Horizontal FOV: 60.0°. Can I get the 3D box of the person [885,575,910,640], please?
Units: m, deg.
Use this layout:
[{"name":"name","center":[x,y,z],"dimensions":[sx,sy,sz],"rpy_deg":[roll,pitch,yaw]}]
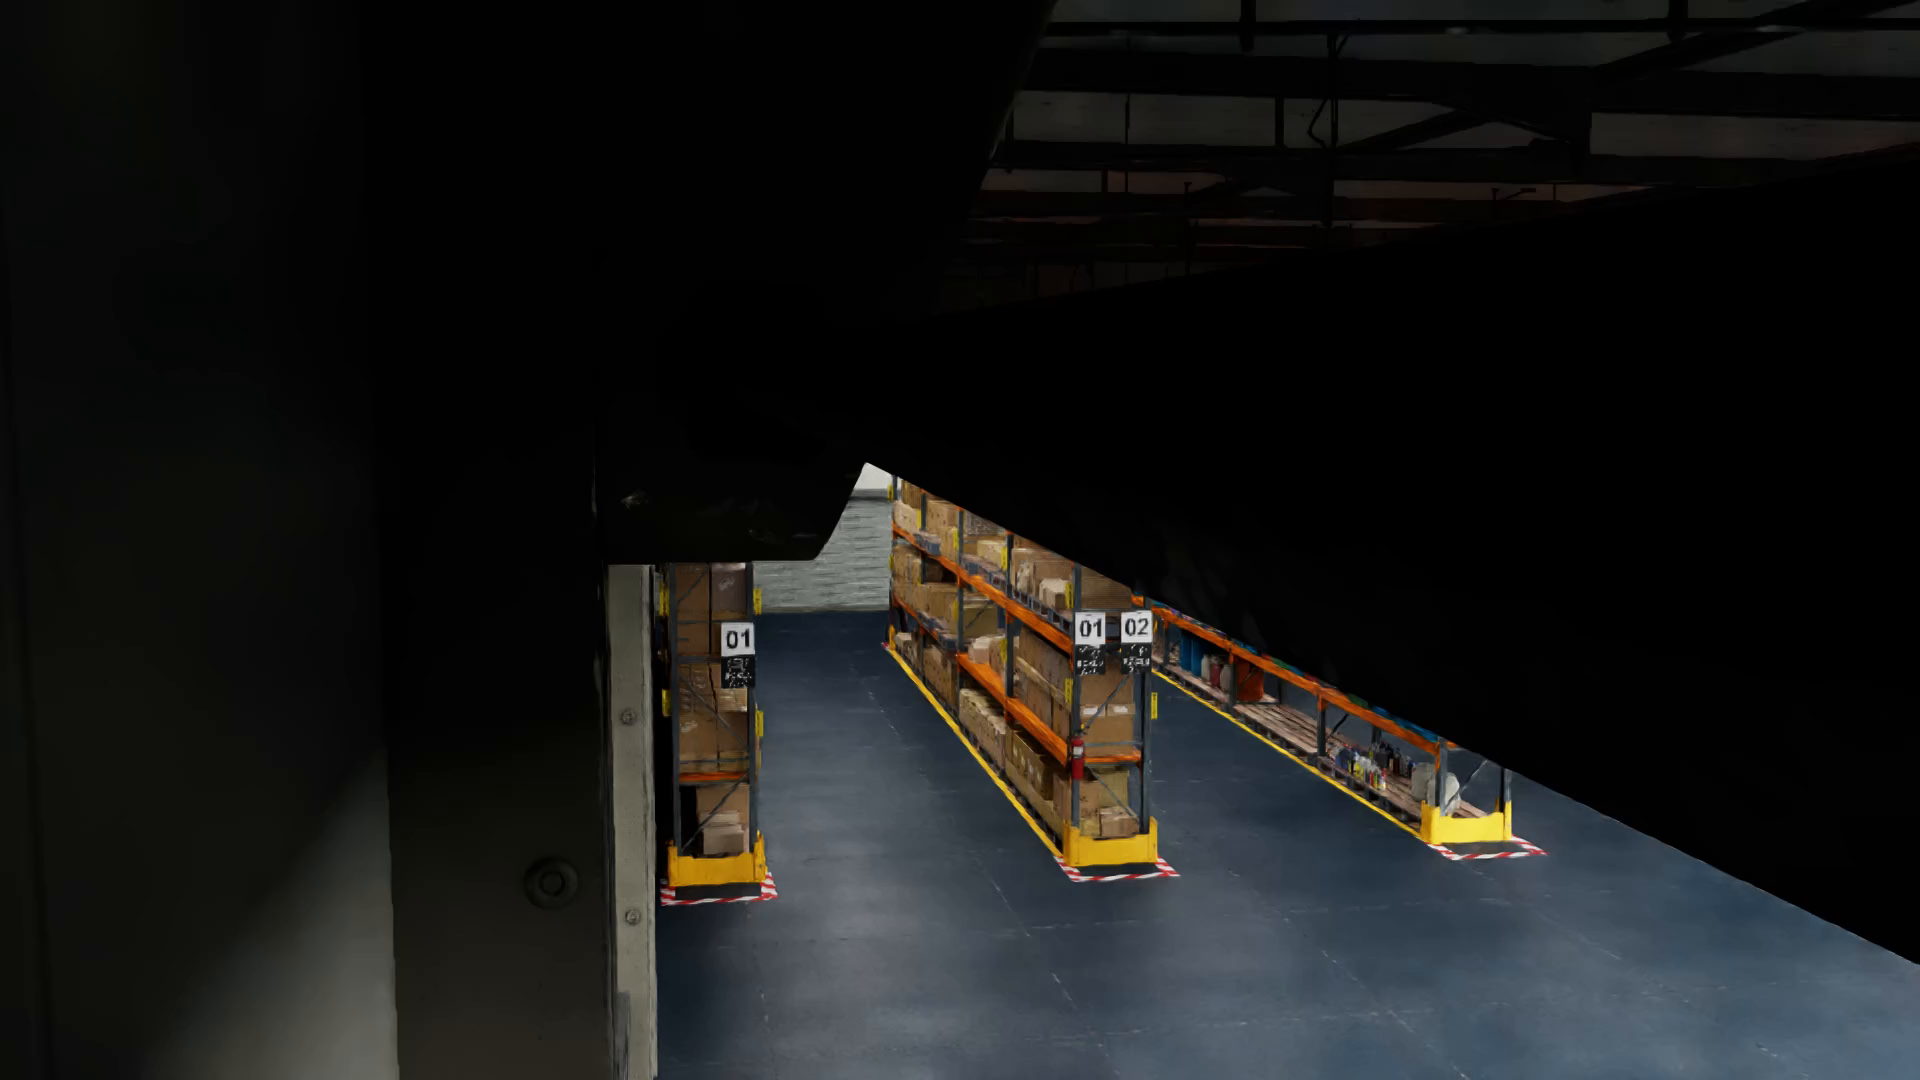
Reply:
[{"name":"person","center":[-1.384,1.386,37.765],"dimensions":[0.566,1.709,0.733],"rpy_deg":[3,7,24]}]
